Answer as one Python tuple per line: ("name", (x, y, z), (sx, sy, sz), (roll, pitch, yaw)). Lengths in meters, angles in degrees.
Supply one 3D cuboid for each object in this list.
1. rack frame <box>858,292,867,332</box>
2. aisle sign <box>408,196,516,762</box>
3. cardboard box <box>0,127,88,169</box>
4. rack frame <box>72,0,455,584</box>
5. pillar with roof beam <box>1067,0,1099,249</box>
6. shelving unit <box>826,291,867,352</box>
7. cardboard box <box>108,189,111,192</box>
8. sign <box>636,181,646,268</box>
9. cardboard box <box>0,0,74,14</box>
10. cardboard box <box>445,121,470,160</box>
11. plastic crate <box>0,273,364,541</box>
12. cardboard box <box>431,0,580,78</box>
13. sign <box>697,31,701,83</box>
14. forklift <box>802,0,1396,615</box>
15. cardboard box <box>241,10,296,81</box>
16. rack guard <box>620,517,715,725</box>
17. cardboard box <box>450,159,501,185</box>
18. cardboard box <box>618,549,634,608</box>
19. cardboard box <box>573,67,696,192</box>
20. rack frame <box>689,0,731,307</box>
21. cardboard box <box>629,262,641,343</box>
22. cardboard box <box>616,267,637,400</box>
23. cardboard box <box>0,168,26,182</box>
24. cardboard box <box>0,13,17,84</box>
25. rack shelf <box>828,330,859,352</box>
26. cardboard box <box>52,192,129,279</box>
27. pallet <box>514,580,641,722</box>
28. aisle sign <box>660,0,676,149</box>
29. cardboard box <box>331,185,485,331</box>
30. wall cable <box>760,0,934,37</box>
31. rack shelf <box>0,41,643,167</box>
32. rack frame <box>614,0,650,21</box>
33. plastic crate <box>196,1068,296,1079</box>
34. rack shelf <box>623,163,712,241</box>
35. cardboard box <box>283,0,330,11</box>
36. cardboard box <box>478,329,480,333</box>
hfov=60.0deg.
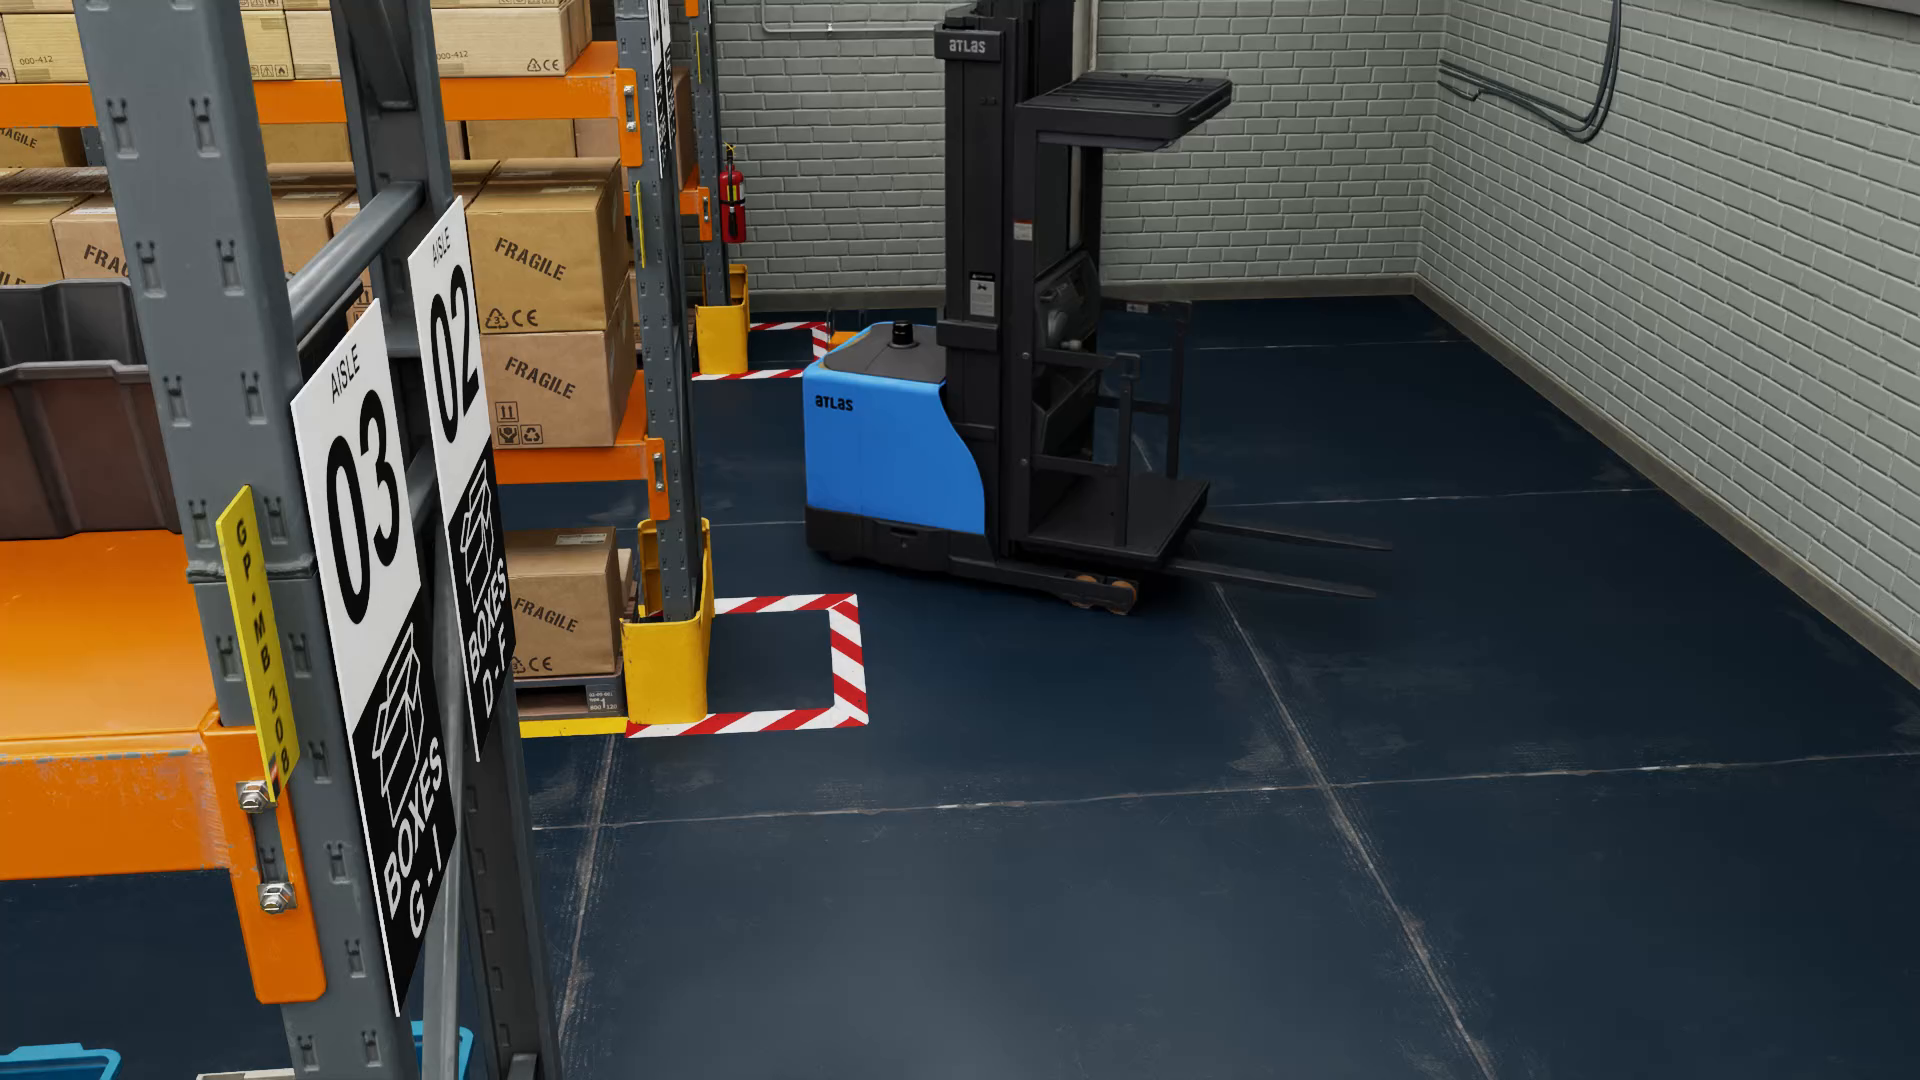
("rack frame", (-0.552, -0.820, 9.618), (0.006, 1.200, 0.240), (2, 24, 5))
("aisle sign", (-0.761, -0.098, 2.578), (0.004, 0.787, 0.394), (-2, 24, -5))
("cardboard box", (-6.192, -2.703, 11.124), (0.500, 0.500, 0.500), (-3, 24, -6))
("rack frame", (-0.803, -1.529, 1.611), (0.127, 3.000, 1.000), (-2, 24, -5))
("pillar with roof beam", (1.248, -4.251, 7.734), (0.400, 9.000, 9.100), (-2, 24, -5))
("shelving unit", (-0.643, -0.824, 9.627), (0.189, 1.200, 0.258), (2, 24, 5))
("cardboard box", (-3.277, -1.319, 7.170), (0.500, 0.500, 0.500), (-3, 24, -6))
("sign", (-1.252, -1.238, 6.528), (0.005, 0.325, 0.100), (-2, 24, -5))
("cardboard box", (-3.265, -2.136, 6.238), (0.500, 0.250, 0.500), (-2, 24, -5))
("cardboard box", (-3.766, -2.844, 11.587), (0.700, 0.700, 0.980), (-3, 24, -8))
("plastic crate", (-1.214, -0.196, 2.465), (0.590, 0.269, 0.497), (-2, 24, -5))
("cardboard box", (-1.772, -1.965, 6.469), (0.500, 0.250, 0.500), (-2, 24, -5))
("sign", (-1.737, -3.209, 11.060), (0.005, 0.325, 0.100), (-2, 24, -5))
("forklift", (0.733, -1.207, 8.357), (3.031, 2.935, 1.130), (9, 26, 20))
("cardboard box", (-2.767, -1.924, 6.378), (0.500, 0.250, 0.500), (-2, 24, -5))
("rack guard", (-1.362, 0.355, 7.835), (0.348, 0.500, 1.175), (-2, 24, -5))
("cardboard box", (-2.273, -1.357, 7.257), (0.500, 0.500, 0.500), (-2, 24, -5))
("cardboard box", (-1.737, 0.190, 8.099), (0.250, 0.149, 0.380), (-2, 24, -5))
("cardboard box", (-2.283, -2.905, 11.723), (0.700, 0.700, 0.980), (-1, 24, -3))
("rack frame", (-1.777, -2.792, 11.838), (0.127, 3.000, 1.000), (-2, 24, -5))
("cardboard box", (-2.464, -1.773, 12.107), (0.500, 0.500, 0.700), (-2, 24, -5))
("cardboard box", (-1.754, -0.924, 7.514), (0.500, 0.500, 0.500), (-2, 24, -4))
("cardboard box", (-4.280, -1.279, 7.081), (0.500, 0.500, 0.500), (-3, 24, -6))
("cardboard box", (-3.763, -1.889, 6.299), (0.500, 0.250, 0.500), (-2, 24, -5))
("rack shelf", (-0.643, -1.112, 9.499), (0.180, 0.103, 0.258), (2, 24, 5))
("cardboard box", (-3.231, -1.100, 6.678), (0.500, 0.500, 0.500), (-2, 24, -4))
("pallet", (-2.155, 0.520, 7.821), (1.213, 0.211, 1.003), (-2, 24, -5))
("aisle sign", (-1.247, -2.099, 7.079), (0.004, 0.787, 0.394), (-2, 24, -5))
("cardboard box", (-2.205, -1.143, 6.774), (0.500, 0.500, 0.500), (-2, 24, -4))
("wall cable", (-0.596, -3.690, 12.607), (1.851, 1.984, 0.084), (-2, 24, -5))
("rack shelf", (-3.277, -1.752, 6.691), (4.000, 0.370, 1.077), (-2, 24, -5))
("rack frame", (-1.286, -3.531, 6.116), (0.127, 3.000, 1.000), (-2, 24, -5))
("plastic crate", (-1.409, 1.162, 3.194), (0.298, 0.136, 0.250), (-2, 24, -5))
("rack shelf", (-3.767, -2.383, 11.805), (4.000, 0.370, 1.077), (-2, 24, -5))
("cardboard box", (-2.270, -2.177, 6.330), (0.500, 0.250, 0.500), (-2, 24, -5))
("cardboard box", (-2.221, -0.686, 6.976), (0.500, 0.500, 0.500), (-2, 24, -5))
